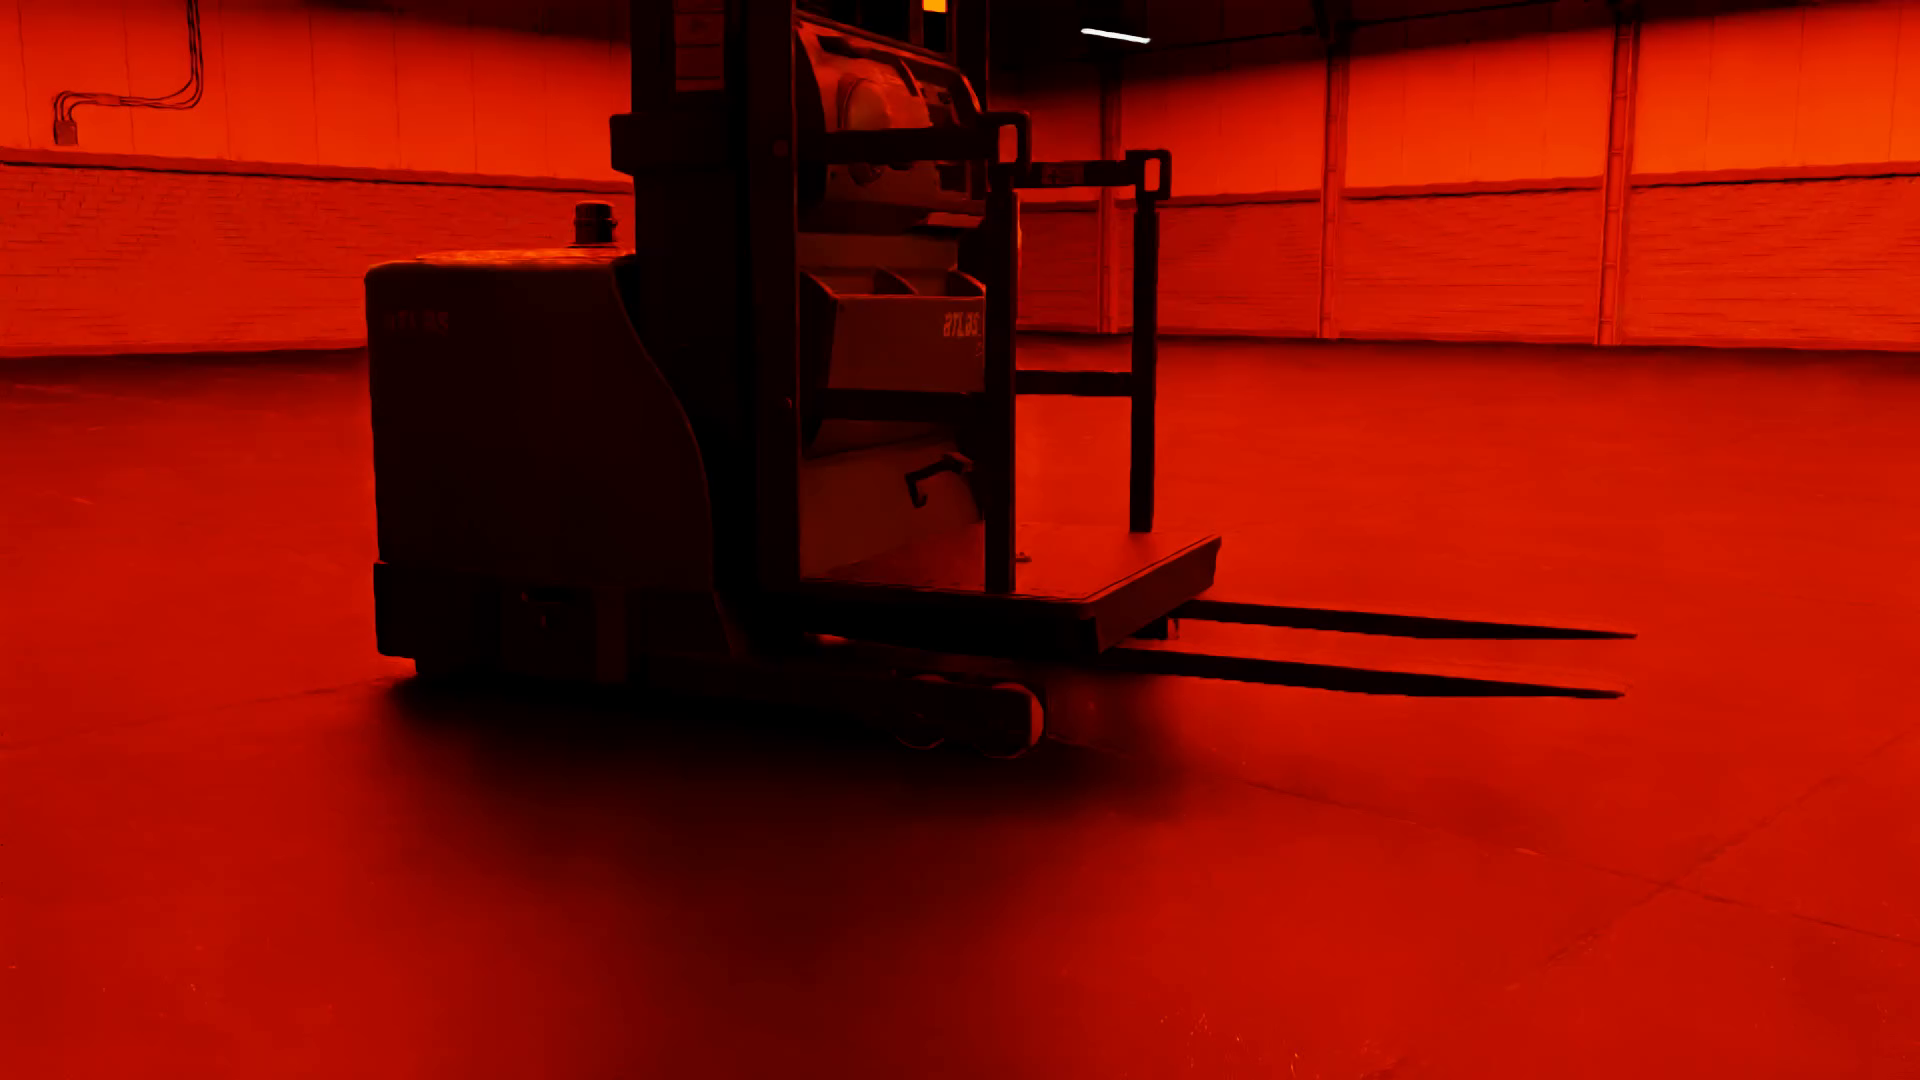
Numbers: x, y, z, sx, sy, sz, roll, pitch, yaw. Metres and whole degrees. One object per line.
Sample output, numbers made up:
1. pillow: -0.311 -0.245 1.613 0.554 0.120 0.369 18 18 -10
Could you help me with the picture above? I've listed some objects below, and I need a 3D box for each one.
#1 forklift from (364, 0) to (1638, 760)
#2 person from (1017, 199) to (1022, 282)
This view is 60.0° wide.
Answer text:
1. forklift: 0.044 -1.066 3.956 3.031 2.935 1.130 4 9 24
2. person: -0.039 -0.842 6.661 0.529 1.669 0.598 8 12 43
